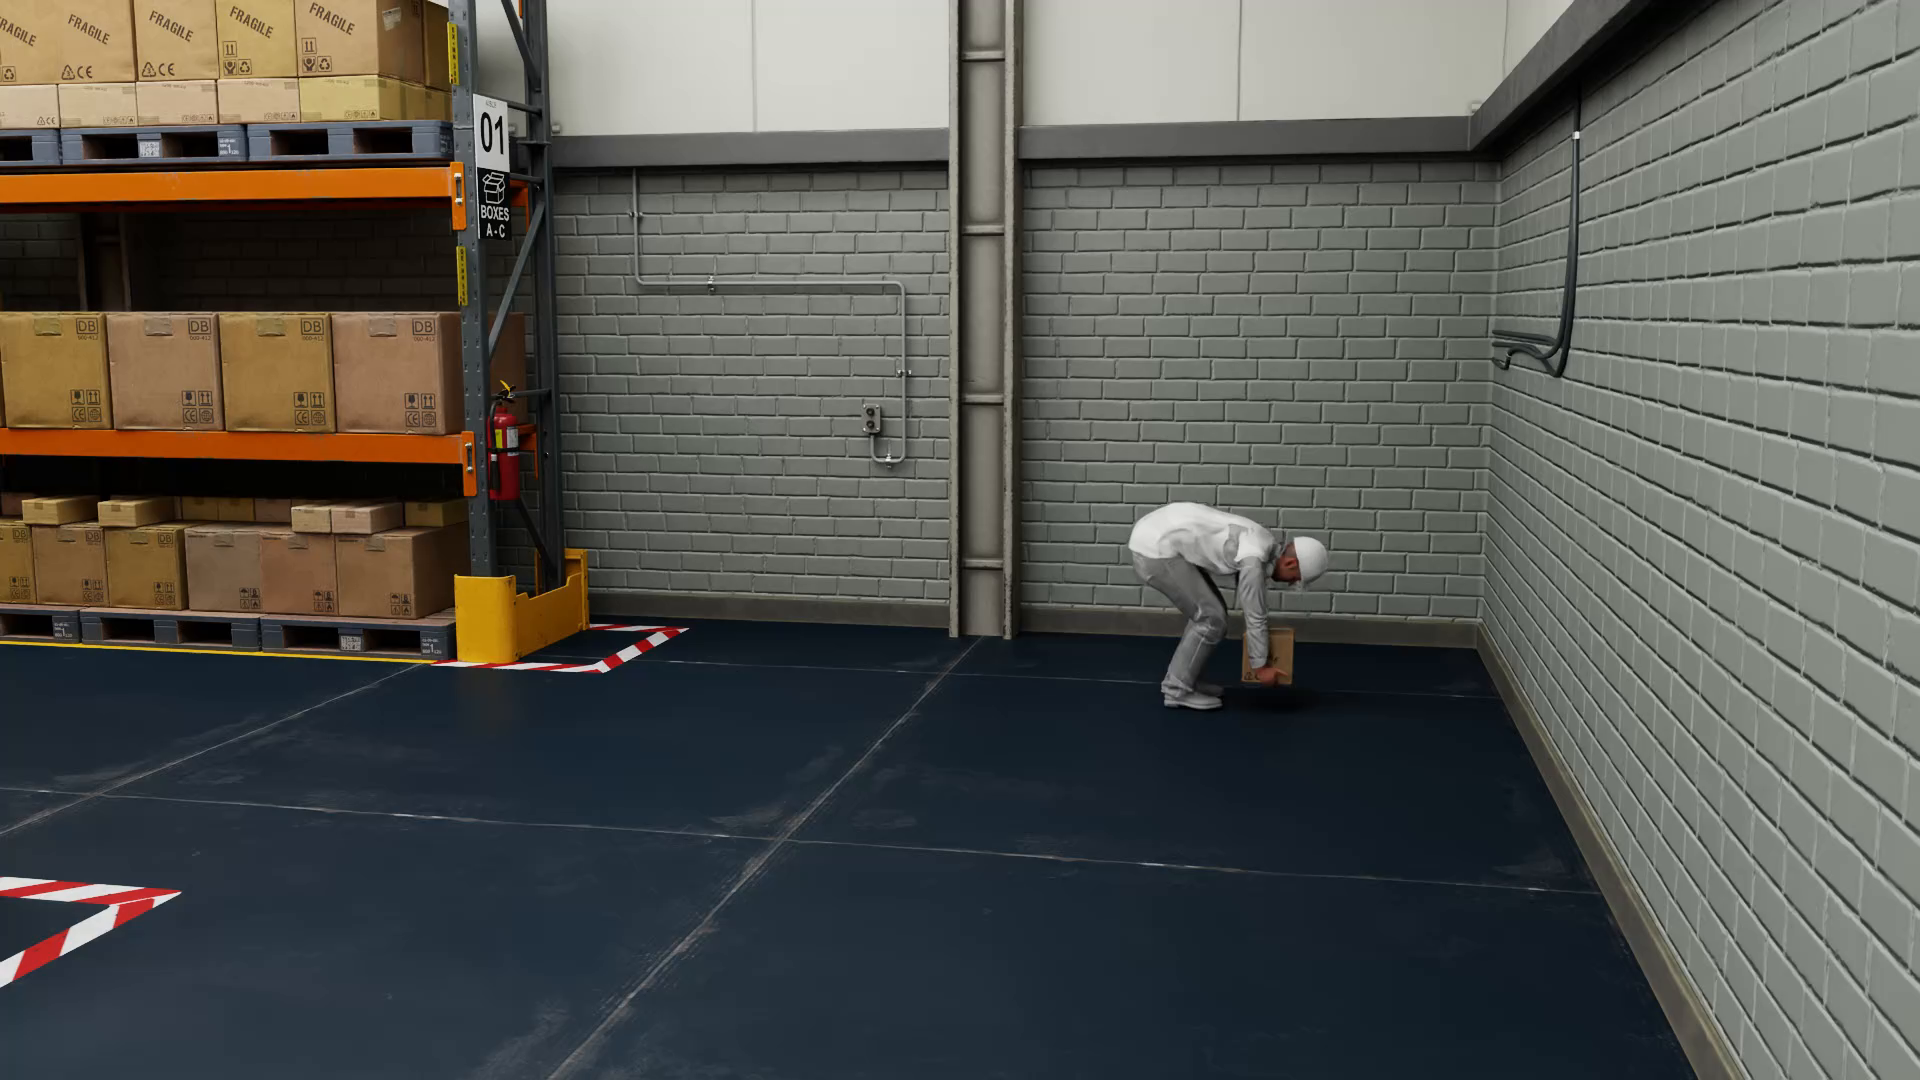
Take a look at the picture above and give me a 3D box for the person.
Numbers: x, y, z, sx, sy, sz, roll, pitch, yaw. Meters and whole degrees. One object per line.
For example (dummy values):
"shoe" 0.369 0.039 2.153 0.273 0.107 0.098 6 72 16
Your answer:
"person" 1.362 0.328 8.507 1.004 1.042 0.476 1 8 8
